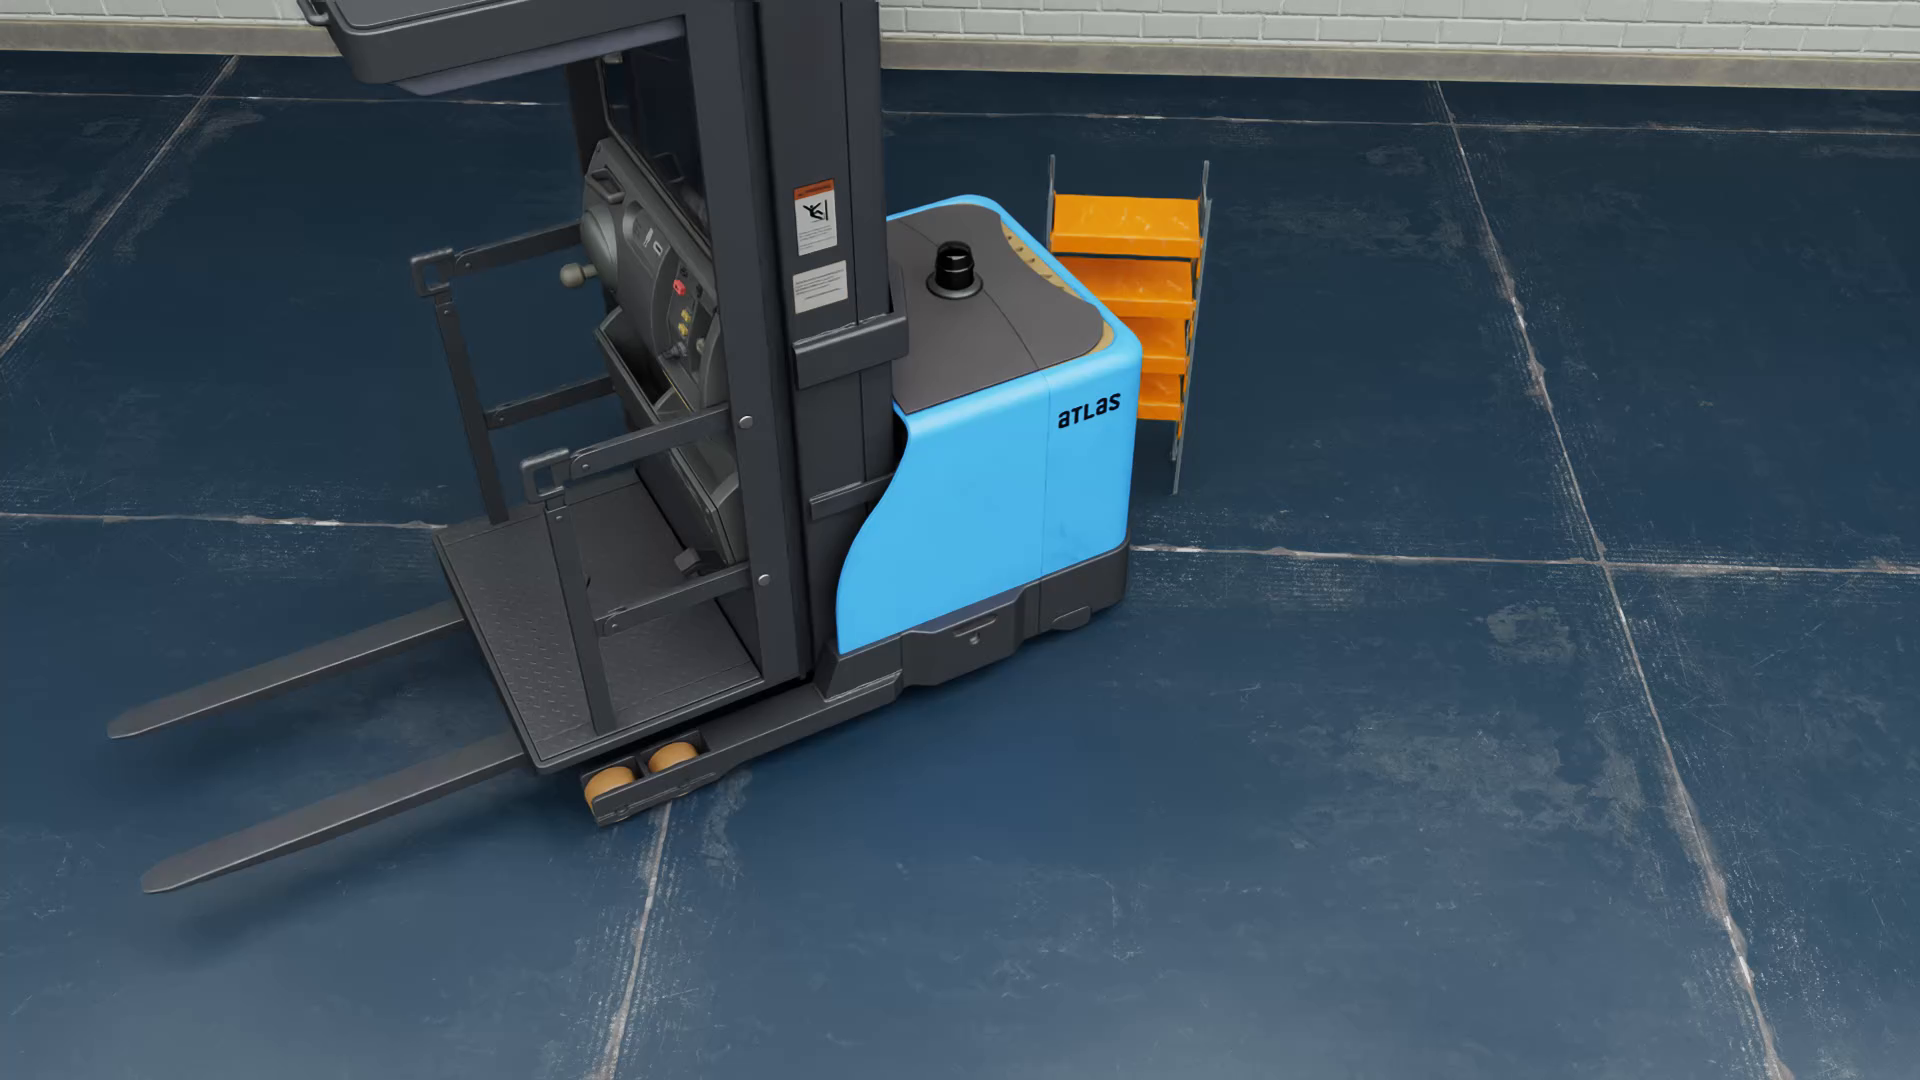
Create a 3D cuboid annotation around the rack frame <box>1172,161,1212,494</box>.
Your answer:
[{"bbox_3d":[0.775,-0.684,5.604,0.015,1.200,0.240,3,43,3],"label":"rack frame"}]

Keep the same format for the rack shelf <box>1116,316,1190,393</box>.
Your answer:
[{"bbox_3d":[0.531,-0.647,5.663,0.480,0.148,0.258,3,43,3],"label":"rack shelf"}]

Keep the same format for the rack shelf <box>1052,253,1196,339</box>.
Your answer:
[{"bbox_3d":[0.531,-0.811,5.511,0.480,0.148,0.258,3,43,3],"label":"rack shelf"}]

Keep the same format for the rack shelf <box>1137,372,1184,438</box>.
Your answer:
[{"bbox_3d":[0.531,-0.502,5.798,0.480,0.148,0.258,3,43,3],"label":"rack shelf"}]

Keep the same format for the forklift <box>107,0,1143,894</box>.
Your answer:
[{"bbox_3d":[-0.997,-0.662,4.311,3.031,2.935,1.130,-20,47,-20],"label":"forklift"}]

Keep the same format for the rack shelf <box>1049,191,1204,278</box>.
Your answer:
[{"bbox_3d":[0.531,-0.984,5.349,0.480,0.148,0.258,3,43,3],"label":"rack shelf"}]

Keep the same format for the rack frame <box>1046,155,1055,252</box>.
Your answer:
[{"bbox_3d":[0.288,-0.709,5.631,0.015,1.200,0.240,3,43,3],"label":"rack frame"}]

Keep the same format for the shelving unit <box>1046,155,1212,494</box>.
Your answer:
[{"bbox_3d":[0.531,-0.696,5.617,0.503,1.200,0.258,3,43,3],"label":"shelving unit"}]
